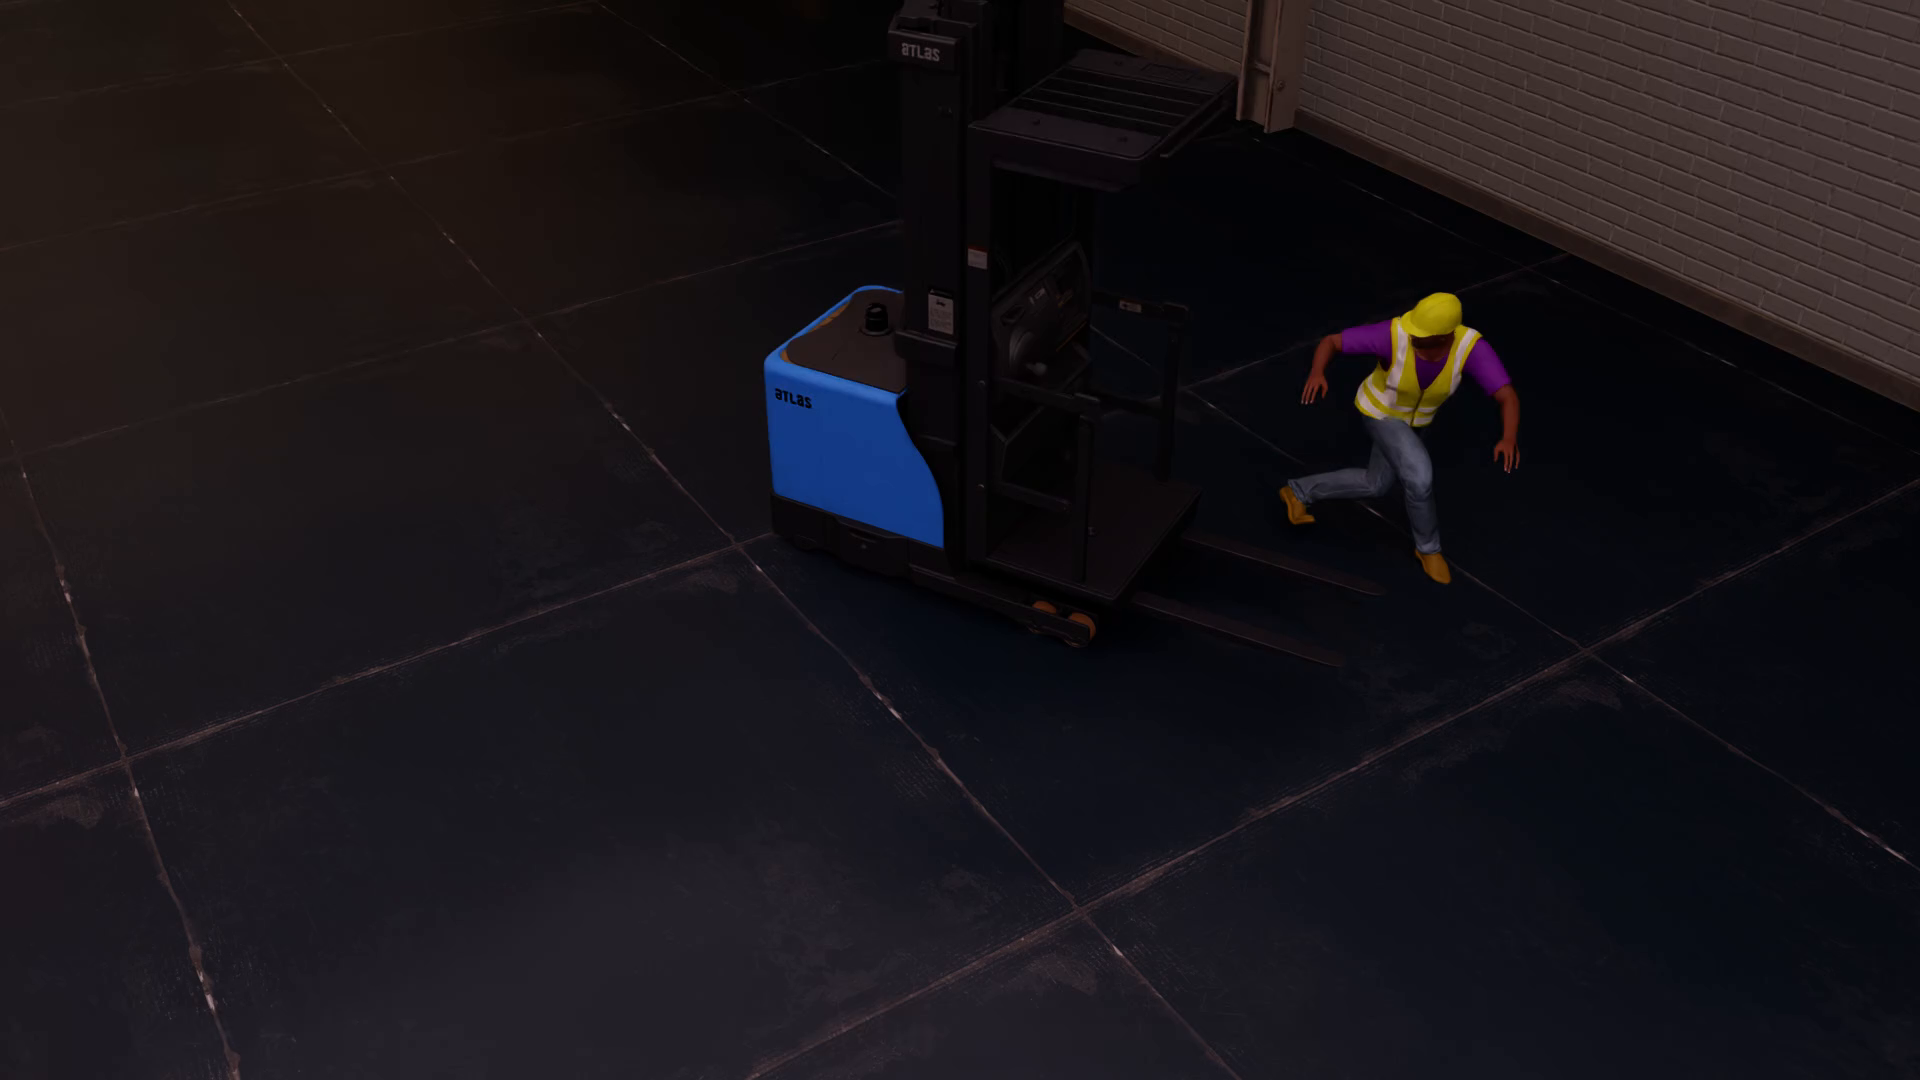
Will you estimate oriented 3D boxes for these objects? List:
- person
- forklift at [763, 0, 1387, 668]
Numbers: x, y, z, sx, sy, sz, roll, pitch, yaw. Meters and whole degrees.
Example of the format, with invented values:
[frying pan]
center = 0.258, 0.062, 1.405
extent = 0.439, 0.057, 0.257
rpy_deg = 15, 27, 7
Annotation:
[person]
center = 2.112, -0.484, 8.086
extent = 0.966, 1.553, 1.166
rpy_deg = -12, 37, -16
[forklift]
center = 0.561, -1.034, 7.619
extent = 3.031, 2.935, 1.130
rpy_deg = 18, 39, 23
